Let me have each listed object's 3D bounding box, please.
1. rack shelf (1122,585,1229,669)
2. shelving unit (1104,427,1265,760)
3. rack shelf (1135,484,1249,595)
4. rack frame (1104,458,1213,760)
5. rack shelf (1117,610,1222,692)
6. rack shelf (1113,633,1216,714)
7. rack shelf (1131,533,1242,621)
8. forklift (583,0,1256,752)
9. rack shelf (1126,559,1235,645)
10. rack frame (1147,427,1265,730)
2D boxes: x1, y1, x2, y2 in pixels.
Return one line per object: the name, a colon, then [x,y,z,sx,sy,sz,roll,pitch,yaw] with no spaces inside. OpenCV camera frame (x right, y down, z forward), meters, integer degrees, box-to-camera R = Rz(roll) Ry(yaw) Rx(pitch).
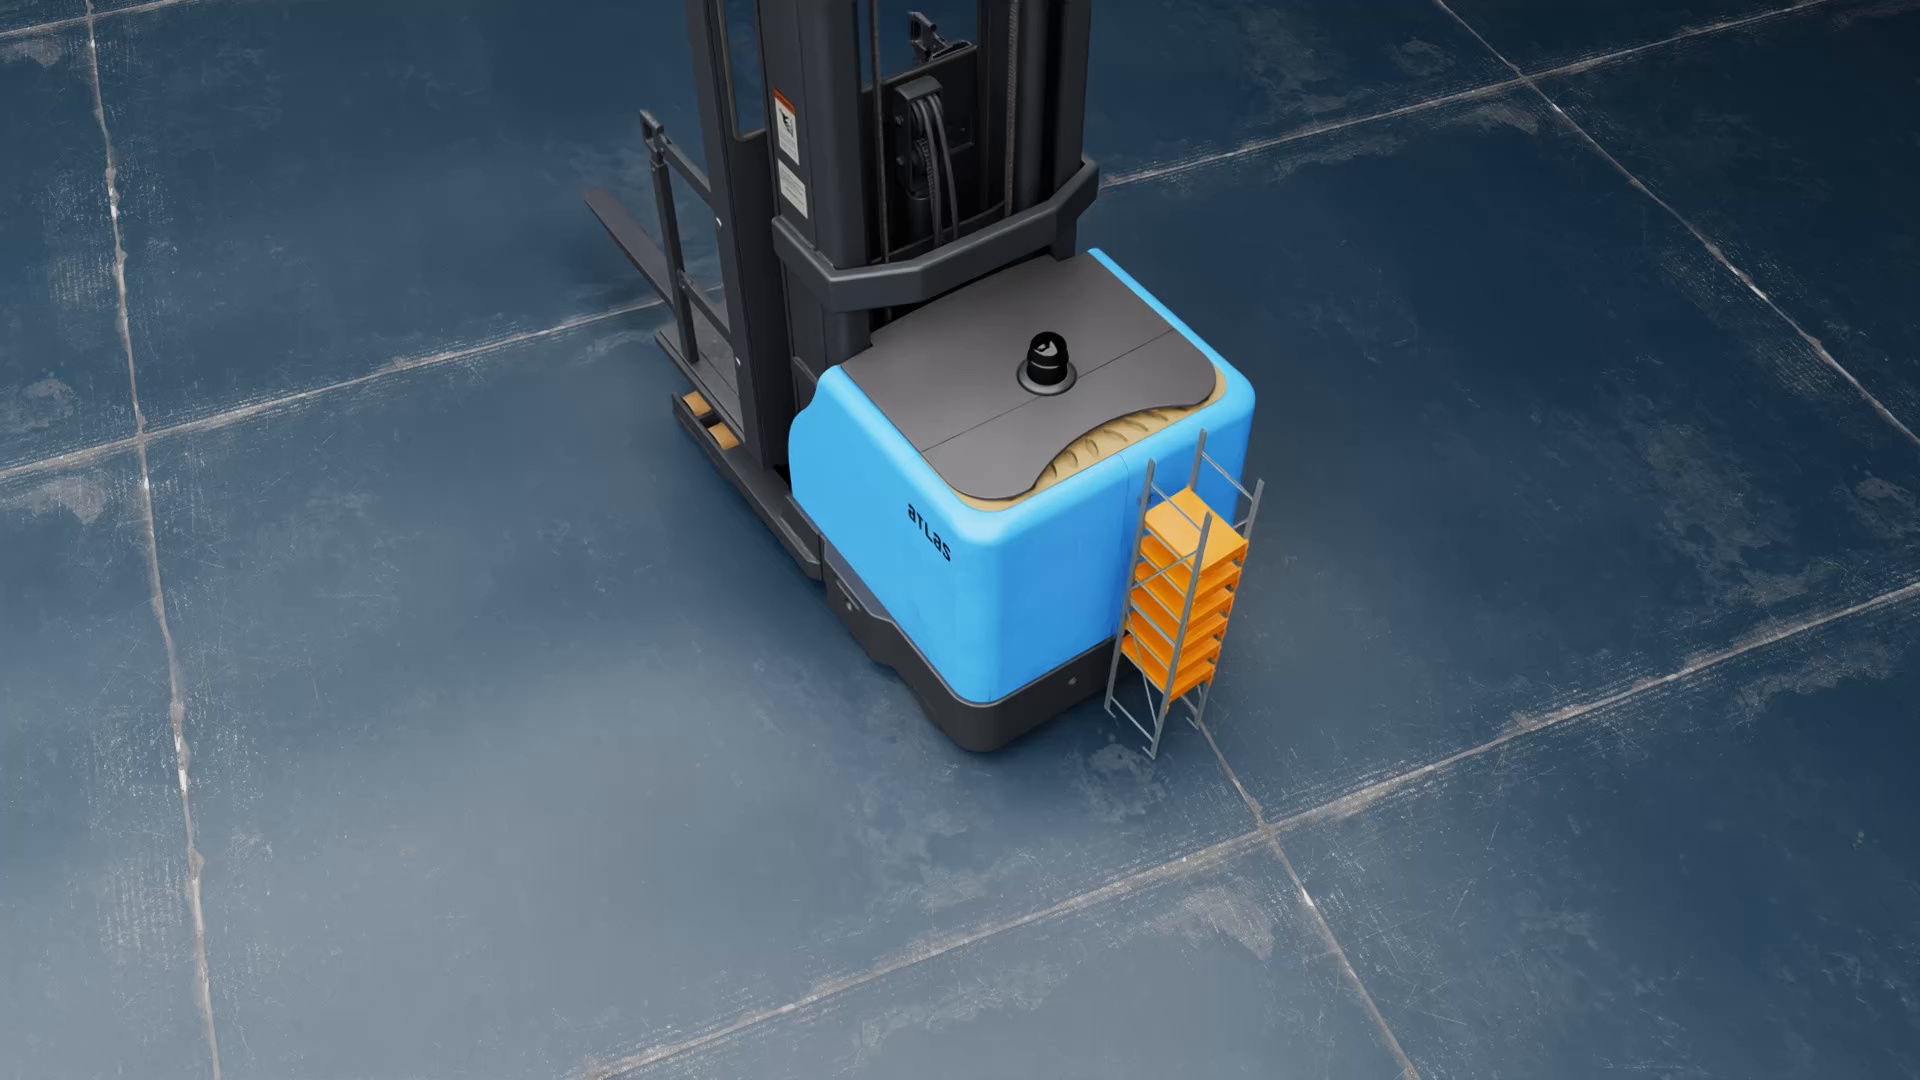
rack shelf: [0.621,0.219,4.820,0.180,0.103,0.258,-30,59,-23]
shelving unit: [0.622,0.192,4.786,0.189,1.200,0.258,-30,59,-23]
rack shelf: [0.631,-0.003,4.538,0.180,0.103,0.258,-30,59,-23]
rack frame: [0.549,0.234,4.750,0.006,1.200,0.240,-30,59,-23]
rack shelf: [0.617,0.294,4.915,0.180,0.103,0.258,-30,59,-23]
rack shelf: [0.613,0.368,5.009,0.180,0.103,0.258,-30,59,-23]
rack shelf: [0.628,0.071,4.632,0.180,0.103,0.258,-30,59,-23]
forklift: [-0.382,-1.400,5.021,1.130,2.935,3.031,-27,55,-21]
rack shelf: [0.624,0.145,4.726,0.180,0.103,0.258,-30,59,-23]
rack frame: [0.695,0.150,4.822,0.006,1.200,0.240,-30,59,-23]
